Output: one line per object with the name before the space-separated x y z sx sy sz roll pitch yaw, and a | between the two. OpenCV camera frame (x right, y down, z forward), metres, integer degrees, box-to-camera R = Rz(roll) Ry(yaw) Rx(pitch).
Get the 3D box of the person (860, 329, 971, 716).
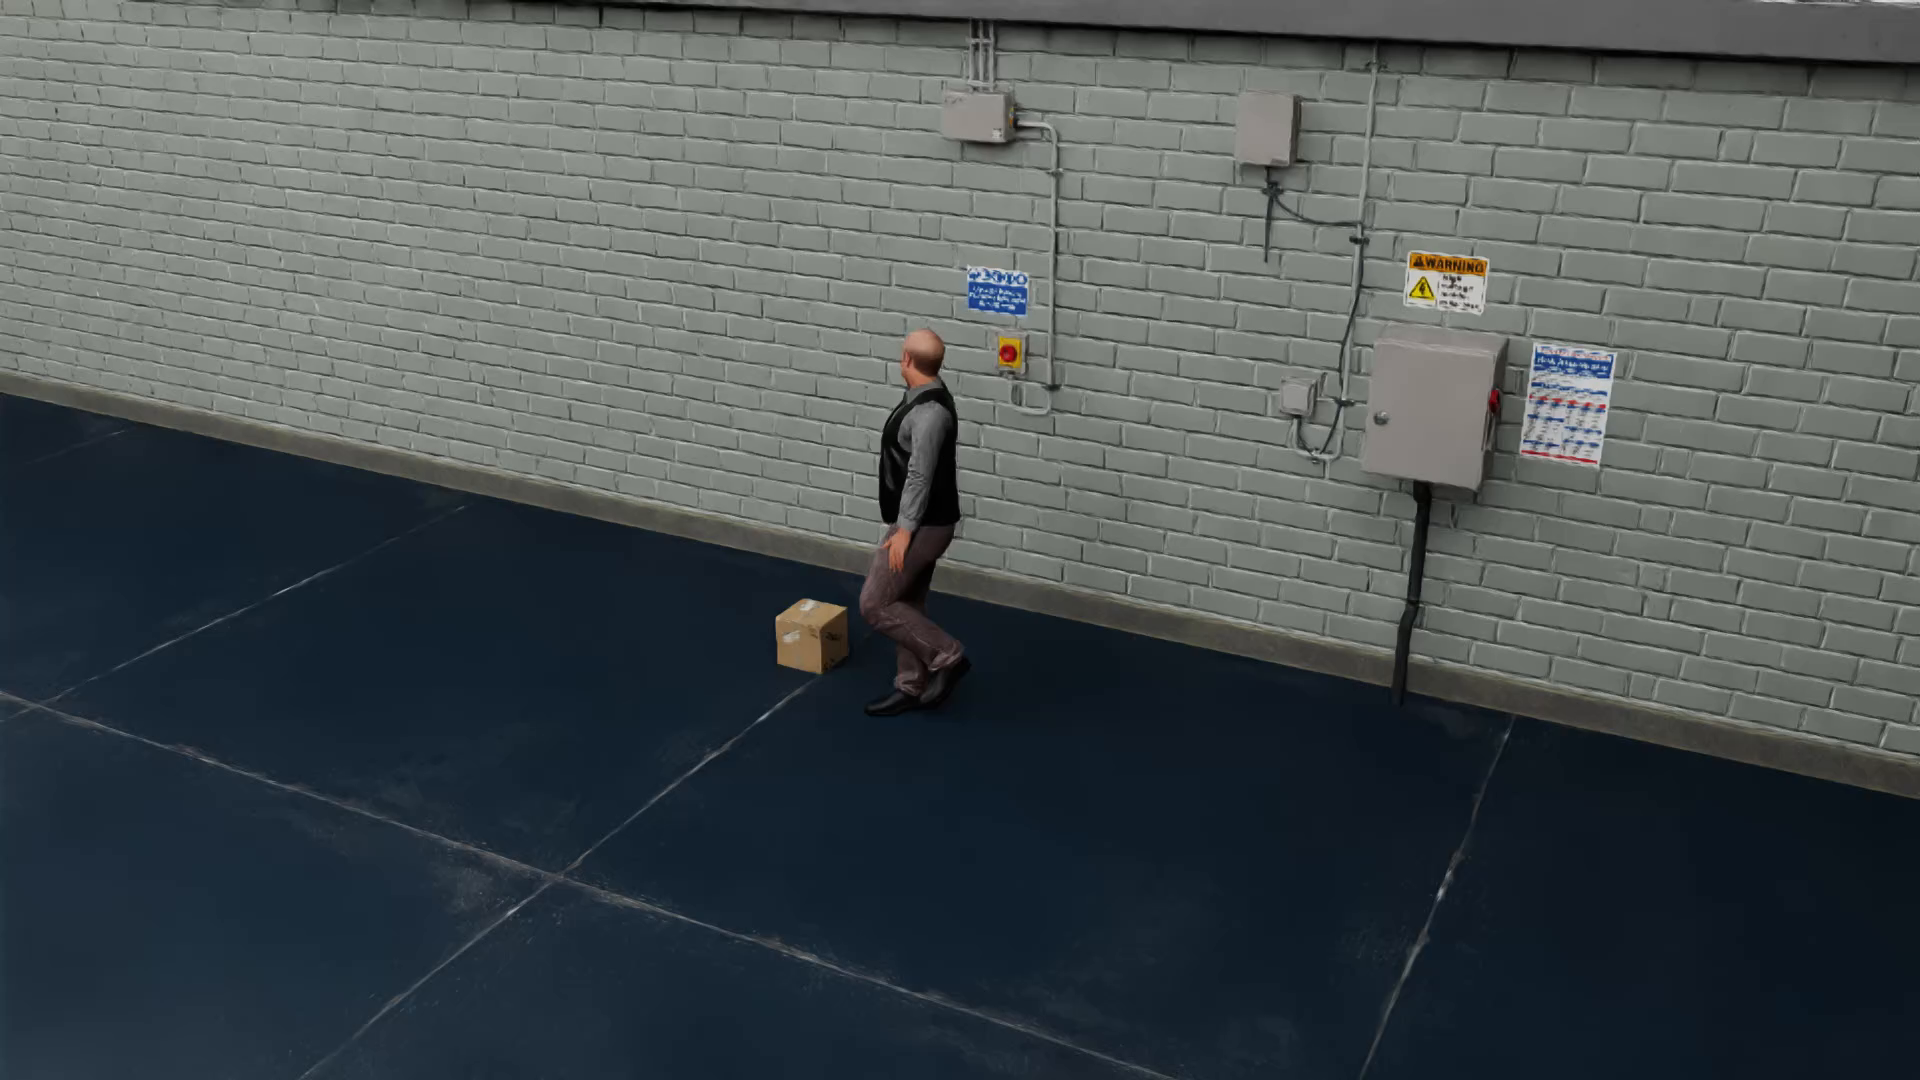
person | -0.207 -0.068 7.307 0.487 1.711 0.619 -2 23 -4
